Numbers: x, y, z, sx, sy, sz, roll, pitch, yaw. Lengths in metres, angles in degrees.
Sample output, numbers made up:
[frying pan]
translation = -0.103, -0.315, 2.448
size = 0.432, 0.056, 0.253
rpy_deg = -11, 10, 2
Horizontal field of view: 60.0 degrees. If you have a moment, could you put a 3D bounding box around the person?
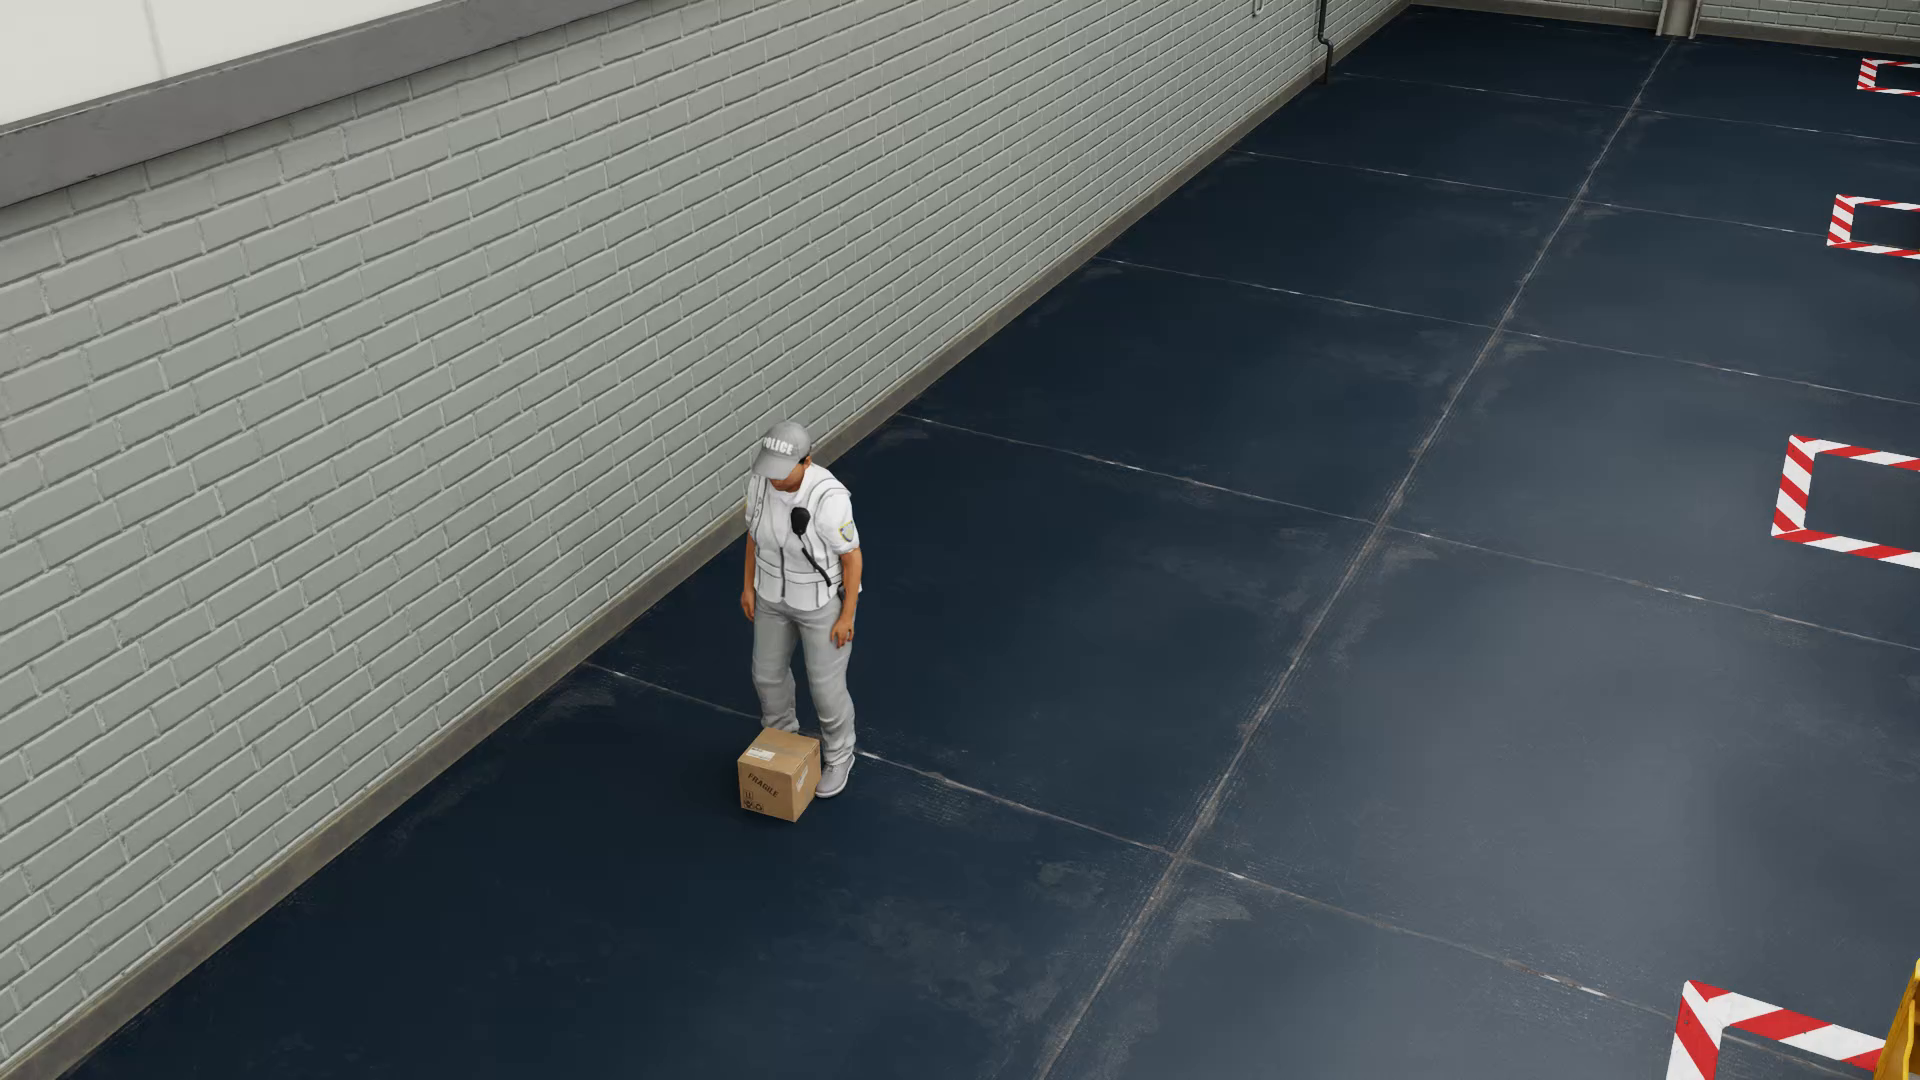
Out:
[person]
translation = -0.650, 0.255, 6.685
size = 0.539, 1.667, 0.466
rpy_deg = 15, 33, 24
